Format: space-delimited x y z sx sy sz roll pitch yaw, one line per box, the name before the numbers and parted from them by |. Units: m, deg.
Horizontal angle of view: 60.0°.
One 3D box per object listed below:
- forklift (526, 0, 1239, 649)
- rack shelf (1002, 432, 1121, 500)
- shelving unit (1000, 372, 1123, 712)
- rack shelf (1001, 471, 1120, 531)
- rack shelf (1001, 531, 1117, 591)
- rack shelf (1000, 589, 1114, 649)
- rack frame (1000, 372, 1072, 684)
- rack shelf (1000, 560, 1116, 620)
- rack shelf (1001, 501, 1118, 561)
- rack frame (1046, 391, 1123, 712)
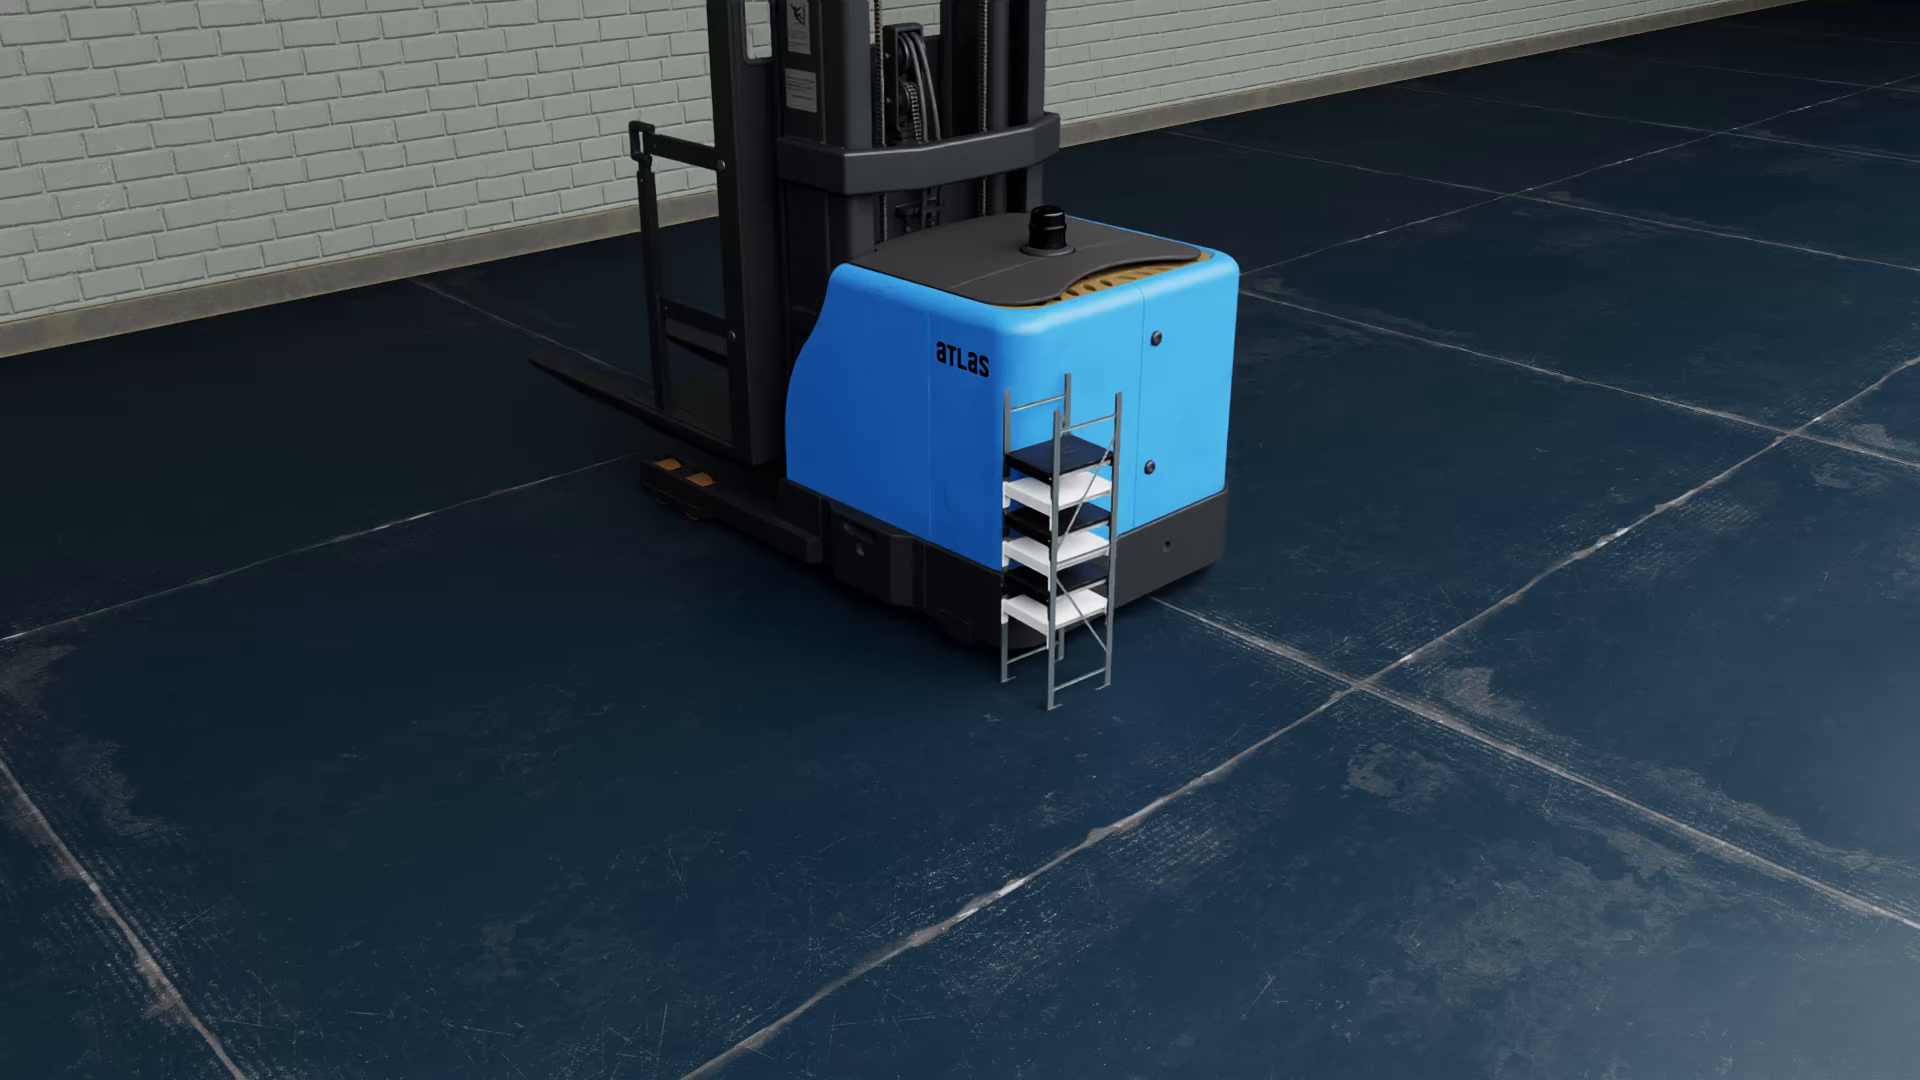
forklift | -0.510 -1.534 5.580 1.130 2.935 3.031 -22 32 -39
rack shelf | 0.276 -0.205 4.546 0.258 0.077 0.200 -18 30 -34
shelving unit | 0.276 0.010 4.644 0.258 0.900 0.210 -18 30 -34
rack shelf | 0.276 -0.124 4.583 0.258 0.077 0.200 -18 30 -34
rack shelf | 0.276 0.040 4.658 0.258 0.077 0.200 -18 30 -34
rack shelf | 0.276 0.204 4.733 0.258 0.077 0.200 -18 30 -34
rack frame | 0.213 -0.023 4.717 0.240 0.900 0.006 -18 30 -34
rack shelf | 0.276 0.122 4.695 0.258 0.077 0.200 -18 30 -34
rack shelf | 0.276 -0.042 4.621 0.258 0.077 0.200 -18 30 -34
rack frame | 0.340 0.043 4.572 0.240 0.900 0.006 -18 30 -34
